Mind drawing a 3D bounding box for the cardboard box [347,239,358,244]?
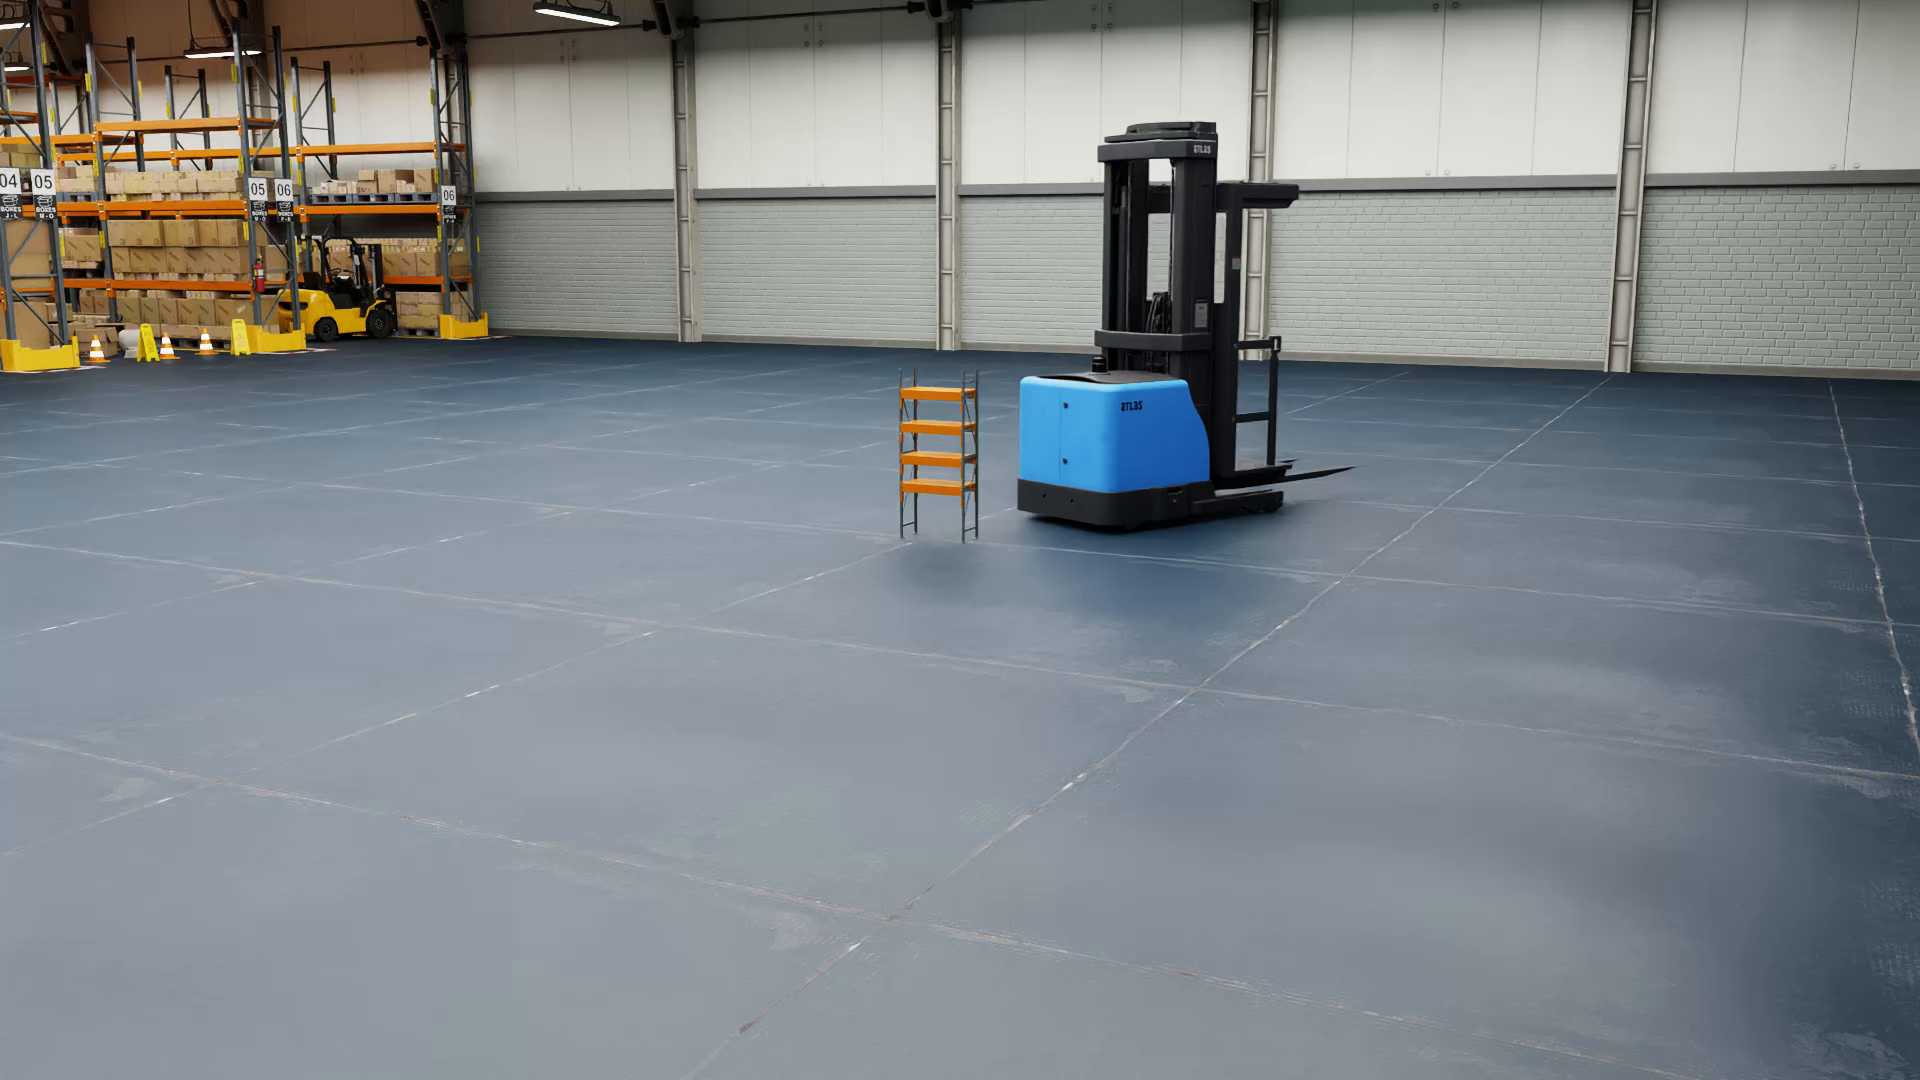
[{"bbox_3d":[-13.242,-6.551,36.567,0.250,0.149,0.380,5,11,25],"label":"cardboard box"}]

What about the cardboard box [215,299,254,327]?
[{"bbox_3d":[-13.773,-4.322,31.626,0.500,0.500,0.500,5,11,26],"label":"cardboard box"}]

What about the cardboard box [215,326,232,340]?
[{"bbox_3d":[-13.805,-3.955,31.699,0.500,0.250,0.500,5,11,26],"label":"cardboard box"}]

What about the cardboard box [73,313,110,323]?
[{"bbox_3d":[-17.644,-4.404,33.841,0.625,0.372,0.950,6,12,29],"label":"cardboard box"}]

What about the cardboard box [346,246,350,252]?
[{"bbox_3d":[-13.262,-6.399,36.564,0.250,0.149,0.380,5,11,25],"label":"cardboard box"}]

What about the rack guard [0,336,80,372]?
[{"bbox_3d":[-15.018,-3.048,27.167,0.348,0.500,1.175,5,11,26],"label":"rack guard"}]

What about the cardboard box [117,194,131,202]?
[{"bbox_3d":[-16.147,-6.652,32.346,0.250,0.149,0.380,5,11,26],"label":"cardboard box"}]

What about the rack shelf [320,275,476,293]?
[{"bbox_3d":[-12.540,-5.675,36.684,4.000,0.370,1.077,5,11,26],"label":"rack shelf"}]

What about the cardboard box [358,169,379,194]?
[{"bbox_3d":[-12.633,-7.799,36.226,0.637,0.503,0.797,5,12,28],"label":"cardboard box"}]

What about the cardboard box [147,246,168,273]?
[{"bbox_3d":[-15.351,-5.432,32.207,0.500,0.500,0.500,5,11,25],"label":"cardboard box"}]

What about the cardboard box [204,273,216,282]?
[{"bbox_3d":[-14.111,-4.991,31.592,0.250,0.149,0.380,5,12,27],"label":"cardboard box"}]

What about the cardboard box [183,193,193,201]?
[{"bbox_3d":[-14.519,-6.520,31.613,0.250,0.149,0.380,5,11,24],"label":"cardboard box"}]

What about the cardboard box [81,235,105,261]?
[{"bbox_3d":[-17.043,-5.795,33.034,0.500,0.500,0.500,5,11,25],"label":"cardboard box"}]

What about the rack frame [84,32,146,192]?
[{"bbox_3d":[-16.527,-8.346,32.574,0.127,3.000,1.000,5,11,26],"label":"rack frame"}]

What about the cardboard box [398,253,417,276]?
[{"bbox_3d":[-11.765,-5.960,35.956,0.500,0.500,0.500,5,12,28],"label":"cardboard box"}]

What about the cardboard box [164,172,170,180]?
[{"bbox_3d":[-14.958,-6.952,31.764,0.250,0.149,0.380,5,12,27],"label":"cardboard box"}]

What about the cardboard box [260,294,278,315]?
[{"bbox_3d":[-15.499,-5.326,38.226,0.625,0.625,0.875,5,11,25],"label":"cardboard box"}]

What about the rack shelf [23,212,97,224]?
[{"bbox_3d":[-23.302,-8.097,41.641,4.000,0.370,1.077,5,11,26],"label":"rack shelf"}]

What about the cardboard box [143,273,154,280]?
[{"bbox_3d":[-15.679,-5.141,32.419,0.250,0.149,0.380,5,12,28],"label":"cardboard box"}]

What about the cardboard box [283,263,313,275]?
[{"bbox_3d":[-14.901,-6.111,37.492,0.500,0.250,0.500,5,12,27],"label":"cardboard box"}]

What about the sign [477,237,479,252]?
[{"bbox_3d":[-10.496,-6.424,36.152,0.005,0.325,0.100,5,11,26],"label":"sign"}]

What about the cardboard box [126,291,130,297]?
[{"bbox_3d":[-19.850,-5.932,40.105,0.250,0.149,0.380,5,11,26],"label":"cardboard box"}]

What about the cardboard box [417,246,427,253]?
[{"bbox_3d":[-11.424,-6.238,35.671,0.250,0.149,0.380,5,12,27],"label":"cardboard box"}]

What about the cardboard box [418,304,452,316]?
[{"bbox_3d":[-11.322,-4.959,35.848,0.500,0.250,0.500,5,11,25],"label":"cardboard box"}]

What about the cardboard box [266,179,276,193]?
[{"bbox_3d":[-13.273,-6.709,31.541,0.500,0.250,0.500,5,11,25],"label":"cardboard box"}]

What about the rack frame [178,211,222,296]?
[{"bbox_3d":[-17.921,-6.502,39.232,0.127,3.000,1.000,5,11,26],"label":"rack frame"}]

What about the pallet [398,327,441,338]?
[{"bbox_3d":[-11.451,-4.553,36.293,1.213,0.211,1.003,5,11,26],"label":"pallet"}]

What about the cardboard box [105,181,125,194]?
[{"bbox_3d":[-16.253,-6.864,32.395,0.500,0.250,0.500,5,11,25],"label":"cardboard box"}]

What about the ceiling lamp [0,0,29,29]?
[{"bbox_3d":[-17.373,-10.858,30.068,2.000,3.185,0.800,5,11,26],"label":"ceiling lamp"}]

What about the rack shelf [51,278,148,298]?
[{"bbox_3d":[-18.320,-5.197,34.043,4.000,0.370,1.077,5,11,26],"label":"rack shelf"}]

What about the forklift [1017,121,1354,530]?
[{"bbox_3d":[1.896,-1.706,12.926,3.031,2.935,1.130,-8,13,-38],"label":"forklift"}]

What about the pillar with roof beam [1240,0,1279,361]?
[{"bbox_3d":[3.265,-6.916,24.677,0.548,9.000,9.100,5,11,26],"label":"pillar with roof beam"}]

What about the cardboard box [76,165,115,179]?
[{"bbox_3d":[-17.103,-7.274,32.913,0.500,0.250,0.500,5,12,27],"label":"cardboard box"}]

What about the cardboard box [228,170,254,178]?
[{"bbox_3d":[-13.374,-6.803,30.938,0.250,0.149,0.380,5,11,26],"label":"cardboard box"}]

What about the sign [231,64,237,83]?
[{"bbox_3d":[-13.203,-8.481,30.254,0.005,0.325,0.100,5,11,26],"label":"sign"}]

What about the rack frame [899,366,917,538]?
[{"bbox_3d":[-0.367,-0.623,11.802,0.015,1.200,0.240,5,11,26],"label":"rack frame"}]

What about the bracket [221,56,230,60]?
[{"bbox_3d":[-16.882,-11.242,38.472,0.430,0.232,0.235,5,11,26],"label":"bracket"}]

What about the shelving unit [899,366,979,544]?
[{"bbox_3d":[-0.148,-0.603,11.695,0.503,1.200,0.258,5,11,26],"label":"shelving unit"}]

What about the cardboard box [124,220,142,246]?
[{"bbox_3d":[-15.780,-5.968,32.359,0.500,0.500,0.700,5,11,26],"label":"cardboard box"}]

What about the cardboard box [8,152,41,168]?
[{"bbox_3d":[-15.358,-6.163,27.065,0.500,0.250,0.500,5,11,26],"label":"cardboard box"}]

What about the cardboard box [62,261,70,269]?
[{"bbox_3d":[-17.816,-5.531,33.393,0.250,0.149,0.380,5,11,26],"label":"cardboard box"}]

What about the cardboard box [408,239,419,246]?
[{"bbox_3d":[-11.643,-6.411,35.796,0.250,0.149,0.380,5,12,27],"label":"cardboard box"}]

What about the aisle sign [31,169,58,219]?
[{"bbox_3d":[-14.843,-5.601,26.957,0.004,0.787,0.394,5,11,26],"label":"aisle sign"}]

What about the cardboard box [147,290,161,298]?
[{"bbox_3d":[-15.570,-4.786,32.367,0.250,0.149,0.380,6,12,28],"label":"cardboard box"}]

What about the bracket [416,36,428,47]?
[{"bbox_3d":[-11.502,-10.769,35.860,0.430,0.232,0.235,5,11,26],"label":"bracket"}]

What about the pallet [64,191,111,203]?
[{"bbox_3d":[-17.033,-6.843,33.221,1.003,0.211,1.213,5,11,26],"label":"pallet"}]

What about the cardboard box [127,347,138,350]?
[{"bbox_3d":[-15.008,-3.456,30.409,0.380,0.149,0.250,-7,12,-33],"label":"cardboard box"}]

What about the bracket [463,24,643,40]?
[{"bbox_3d":[-8.431,-10.500,34.369,4.783,0.066,0.076,5,11,26],"label":"bracket"}]

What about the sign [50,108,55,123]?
[{"bbox_3d":[-21.765,-10.182,39.878,0.005,0.325,0.100,5,11,26],"label":"sign"}]
